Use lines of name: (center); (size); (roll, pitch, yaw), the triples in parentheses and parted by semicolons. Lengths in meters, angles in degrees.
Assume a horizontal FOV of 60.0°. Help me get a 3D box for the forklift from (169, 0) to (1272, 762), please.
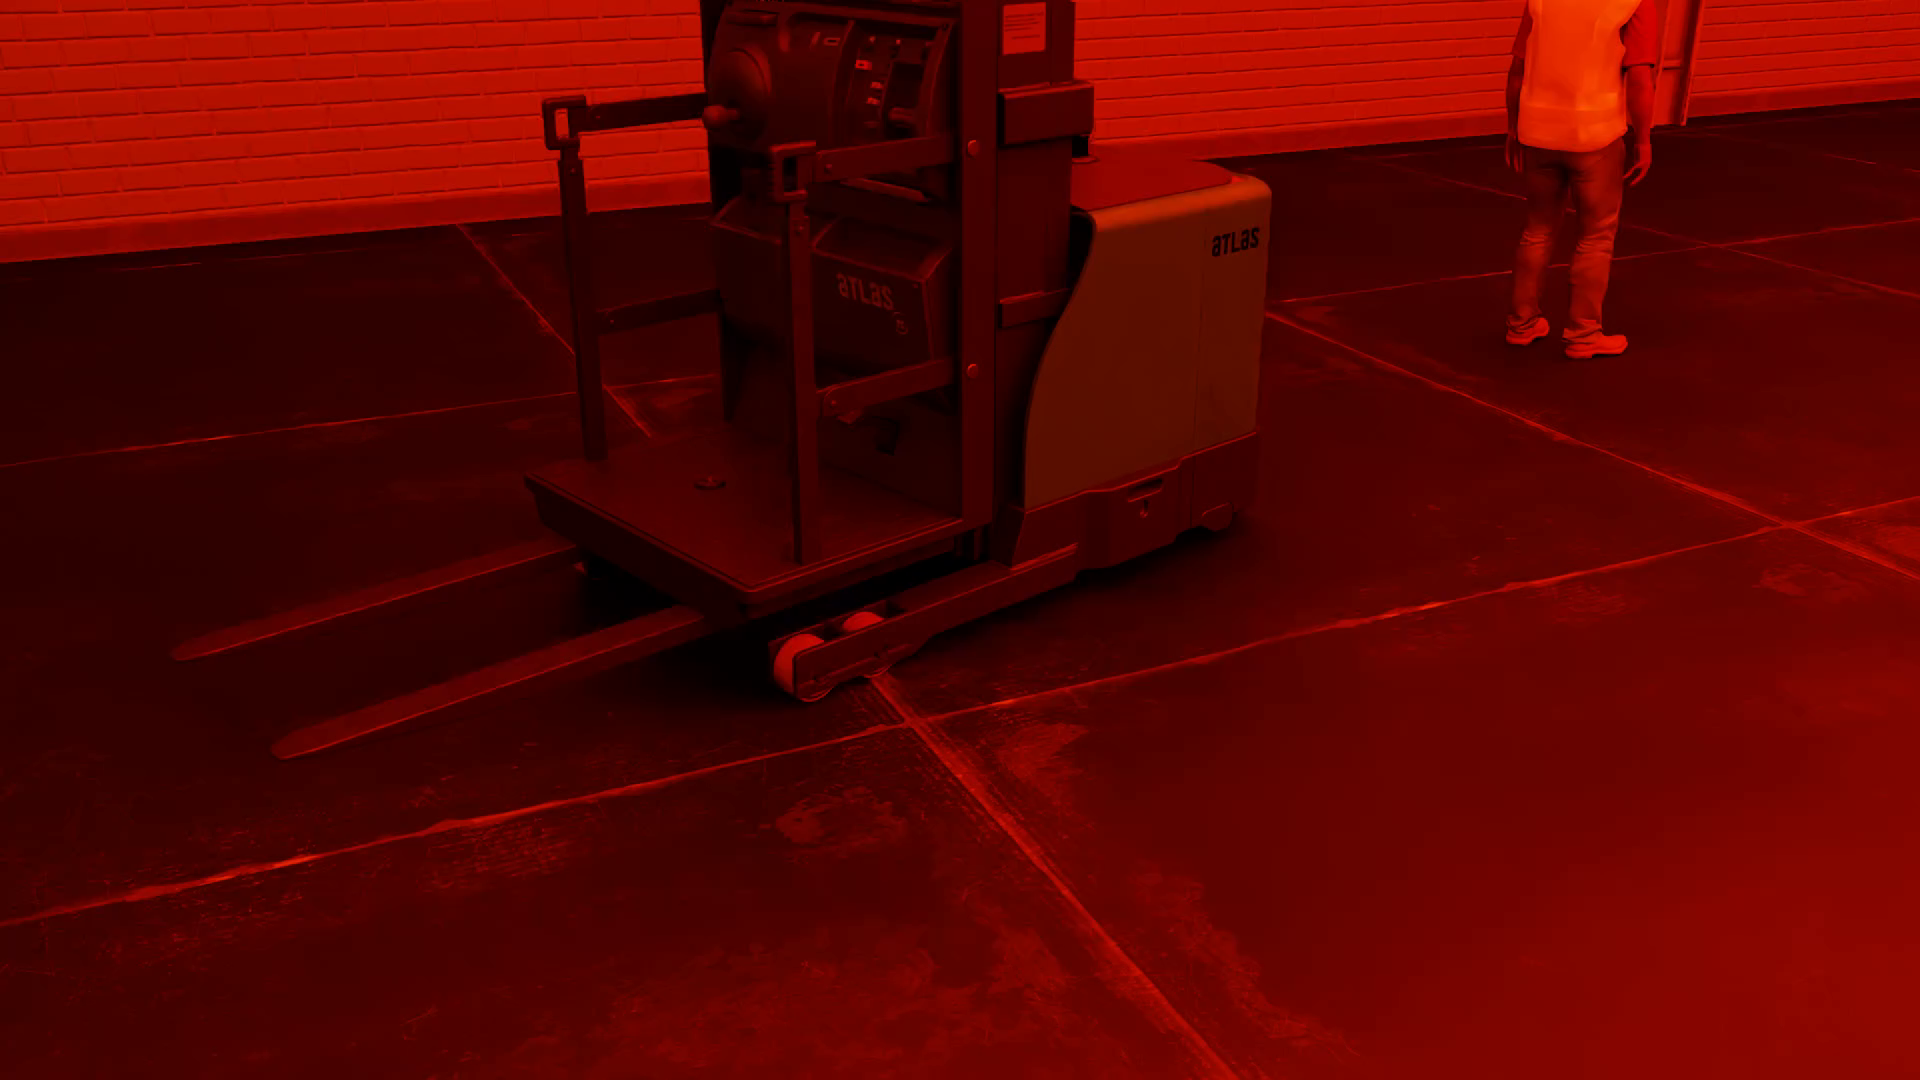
forklift: (-0.505, -1.177, 4.119); (3.031, 2.935, 1.130); (-19, 29, -38)

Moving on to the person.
person: (2.521, -1.645, 6.780); (0.463, 1.759, 0.626); (-19, 29, -38)
